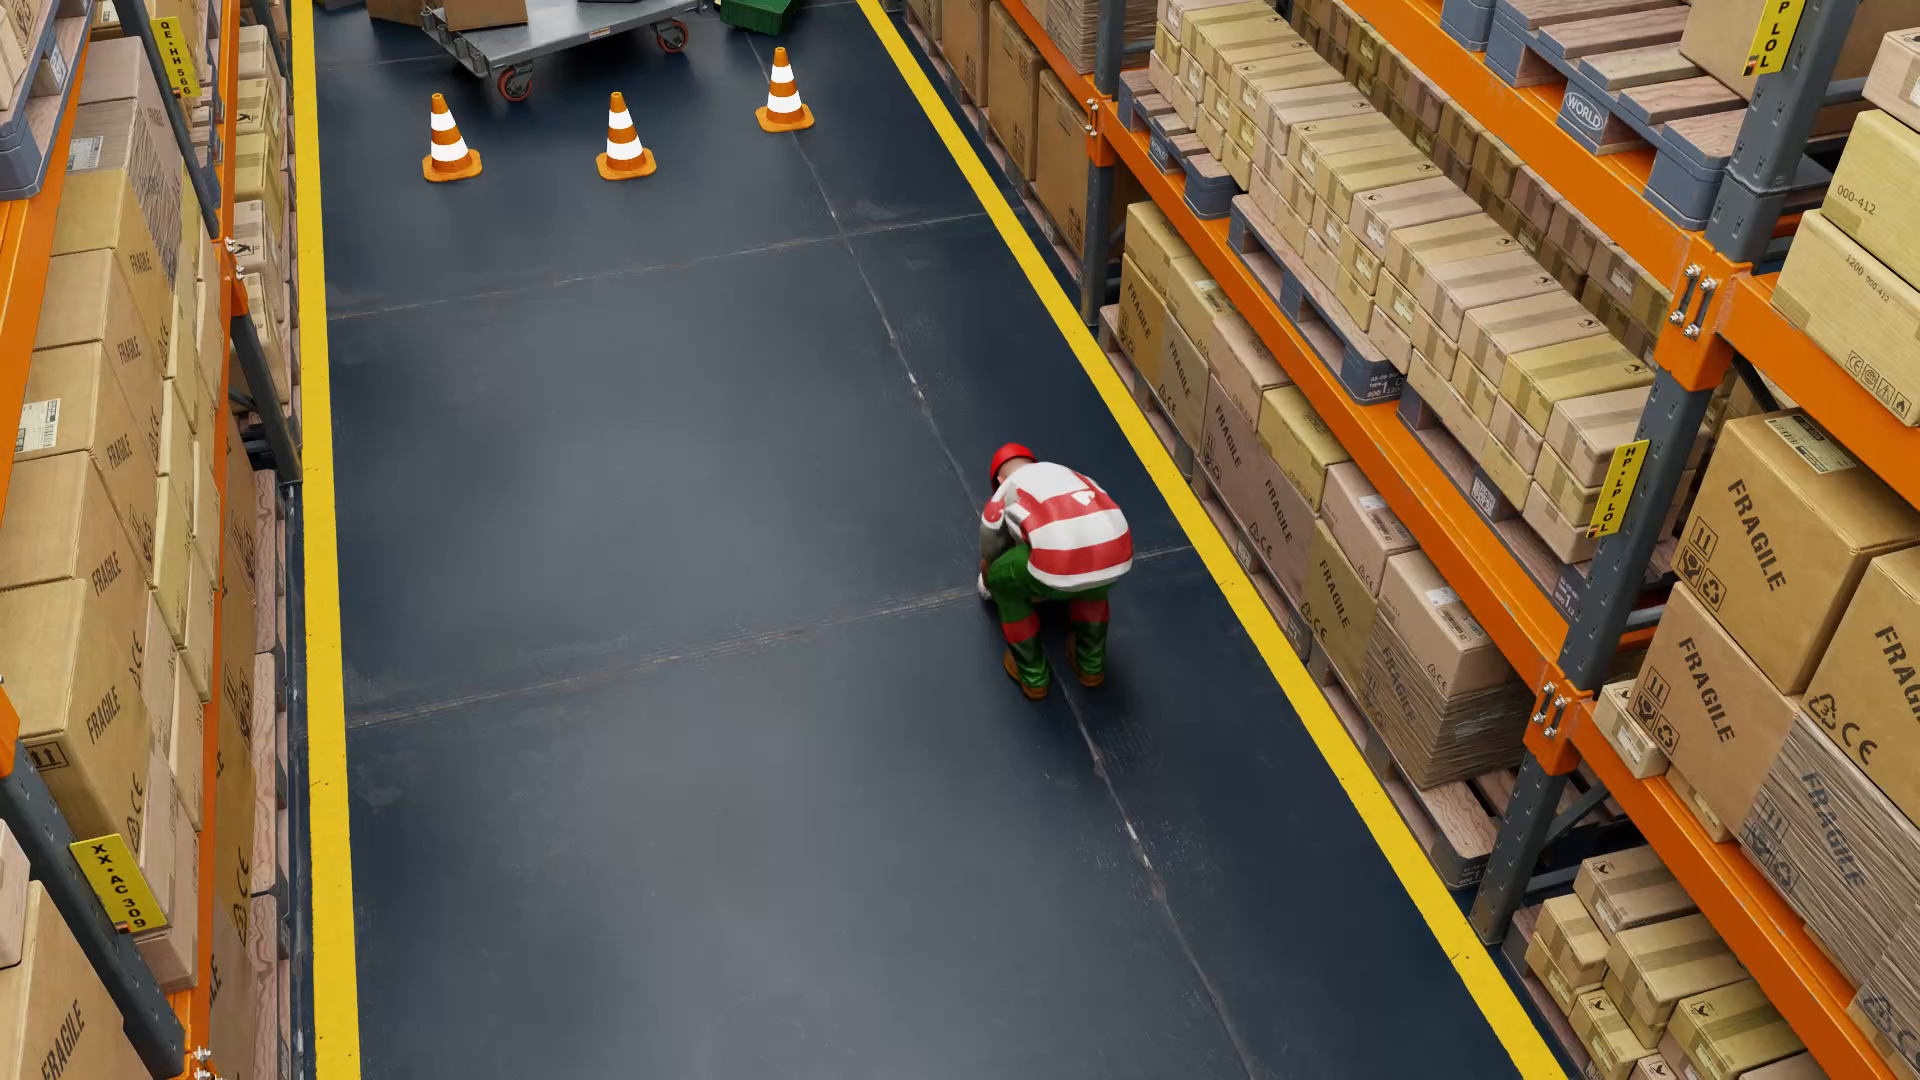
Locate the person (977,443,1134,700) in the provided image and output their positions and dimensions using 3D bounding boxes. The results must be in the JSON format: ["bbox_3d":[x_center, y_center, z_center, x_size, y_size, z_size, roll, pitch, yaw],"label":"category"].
[{"bbox_3d":[0.338,0.073,6.670,0.532,0.970,0.948,-13,44,-15],"label":"person"}]
